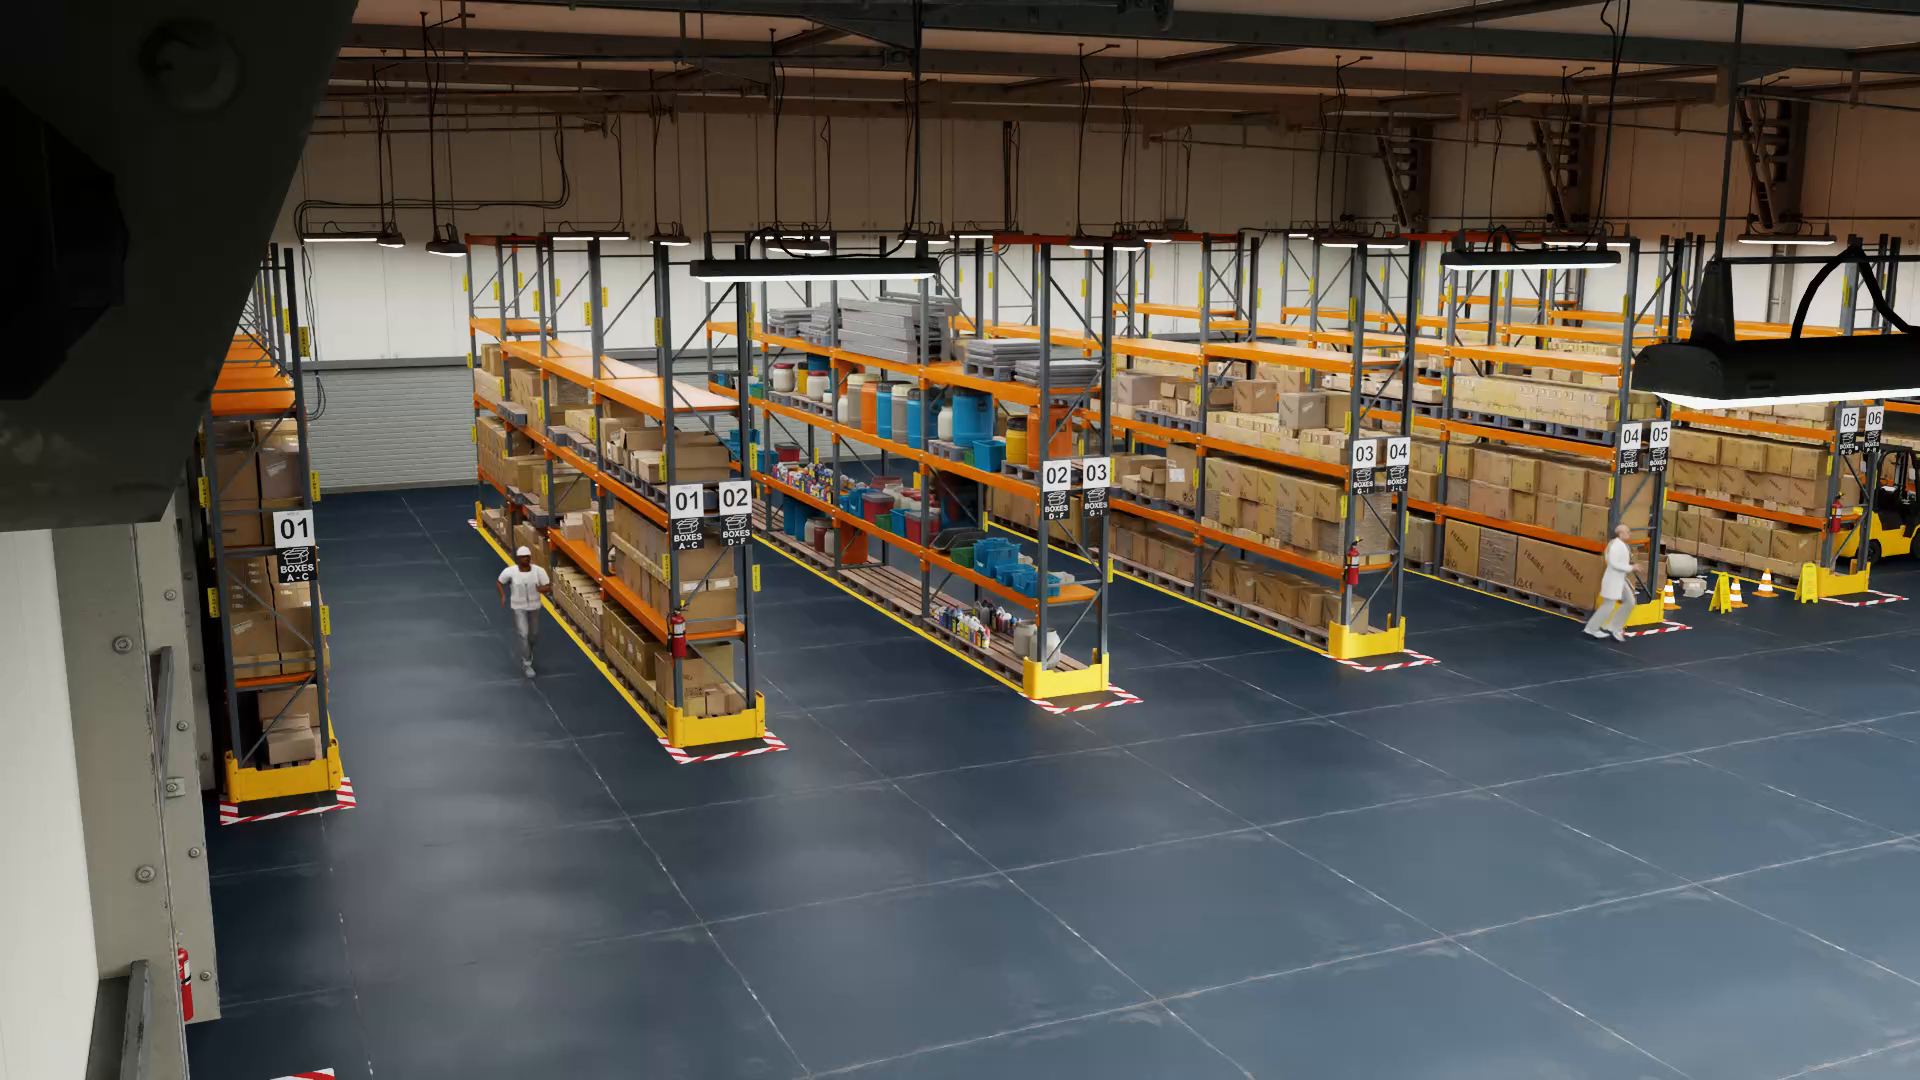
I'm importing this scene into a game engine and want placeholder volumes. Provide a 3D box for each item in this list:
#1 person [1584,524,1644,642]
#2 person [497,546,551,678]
[{"bbox_3d":[9.908,0.663,25.108,0.824,1.829,0.723,7,13,34],"label":"person"},{"bbox_3d":[-6.096,0.959,23.395,0.694,1.765,0.969,-6,12,-27],"label":"person"}]
